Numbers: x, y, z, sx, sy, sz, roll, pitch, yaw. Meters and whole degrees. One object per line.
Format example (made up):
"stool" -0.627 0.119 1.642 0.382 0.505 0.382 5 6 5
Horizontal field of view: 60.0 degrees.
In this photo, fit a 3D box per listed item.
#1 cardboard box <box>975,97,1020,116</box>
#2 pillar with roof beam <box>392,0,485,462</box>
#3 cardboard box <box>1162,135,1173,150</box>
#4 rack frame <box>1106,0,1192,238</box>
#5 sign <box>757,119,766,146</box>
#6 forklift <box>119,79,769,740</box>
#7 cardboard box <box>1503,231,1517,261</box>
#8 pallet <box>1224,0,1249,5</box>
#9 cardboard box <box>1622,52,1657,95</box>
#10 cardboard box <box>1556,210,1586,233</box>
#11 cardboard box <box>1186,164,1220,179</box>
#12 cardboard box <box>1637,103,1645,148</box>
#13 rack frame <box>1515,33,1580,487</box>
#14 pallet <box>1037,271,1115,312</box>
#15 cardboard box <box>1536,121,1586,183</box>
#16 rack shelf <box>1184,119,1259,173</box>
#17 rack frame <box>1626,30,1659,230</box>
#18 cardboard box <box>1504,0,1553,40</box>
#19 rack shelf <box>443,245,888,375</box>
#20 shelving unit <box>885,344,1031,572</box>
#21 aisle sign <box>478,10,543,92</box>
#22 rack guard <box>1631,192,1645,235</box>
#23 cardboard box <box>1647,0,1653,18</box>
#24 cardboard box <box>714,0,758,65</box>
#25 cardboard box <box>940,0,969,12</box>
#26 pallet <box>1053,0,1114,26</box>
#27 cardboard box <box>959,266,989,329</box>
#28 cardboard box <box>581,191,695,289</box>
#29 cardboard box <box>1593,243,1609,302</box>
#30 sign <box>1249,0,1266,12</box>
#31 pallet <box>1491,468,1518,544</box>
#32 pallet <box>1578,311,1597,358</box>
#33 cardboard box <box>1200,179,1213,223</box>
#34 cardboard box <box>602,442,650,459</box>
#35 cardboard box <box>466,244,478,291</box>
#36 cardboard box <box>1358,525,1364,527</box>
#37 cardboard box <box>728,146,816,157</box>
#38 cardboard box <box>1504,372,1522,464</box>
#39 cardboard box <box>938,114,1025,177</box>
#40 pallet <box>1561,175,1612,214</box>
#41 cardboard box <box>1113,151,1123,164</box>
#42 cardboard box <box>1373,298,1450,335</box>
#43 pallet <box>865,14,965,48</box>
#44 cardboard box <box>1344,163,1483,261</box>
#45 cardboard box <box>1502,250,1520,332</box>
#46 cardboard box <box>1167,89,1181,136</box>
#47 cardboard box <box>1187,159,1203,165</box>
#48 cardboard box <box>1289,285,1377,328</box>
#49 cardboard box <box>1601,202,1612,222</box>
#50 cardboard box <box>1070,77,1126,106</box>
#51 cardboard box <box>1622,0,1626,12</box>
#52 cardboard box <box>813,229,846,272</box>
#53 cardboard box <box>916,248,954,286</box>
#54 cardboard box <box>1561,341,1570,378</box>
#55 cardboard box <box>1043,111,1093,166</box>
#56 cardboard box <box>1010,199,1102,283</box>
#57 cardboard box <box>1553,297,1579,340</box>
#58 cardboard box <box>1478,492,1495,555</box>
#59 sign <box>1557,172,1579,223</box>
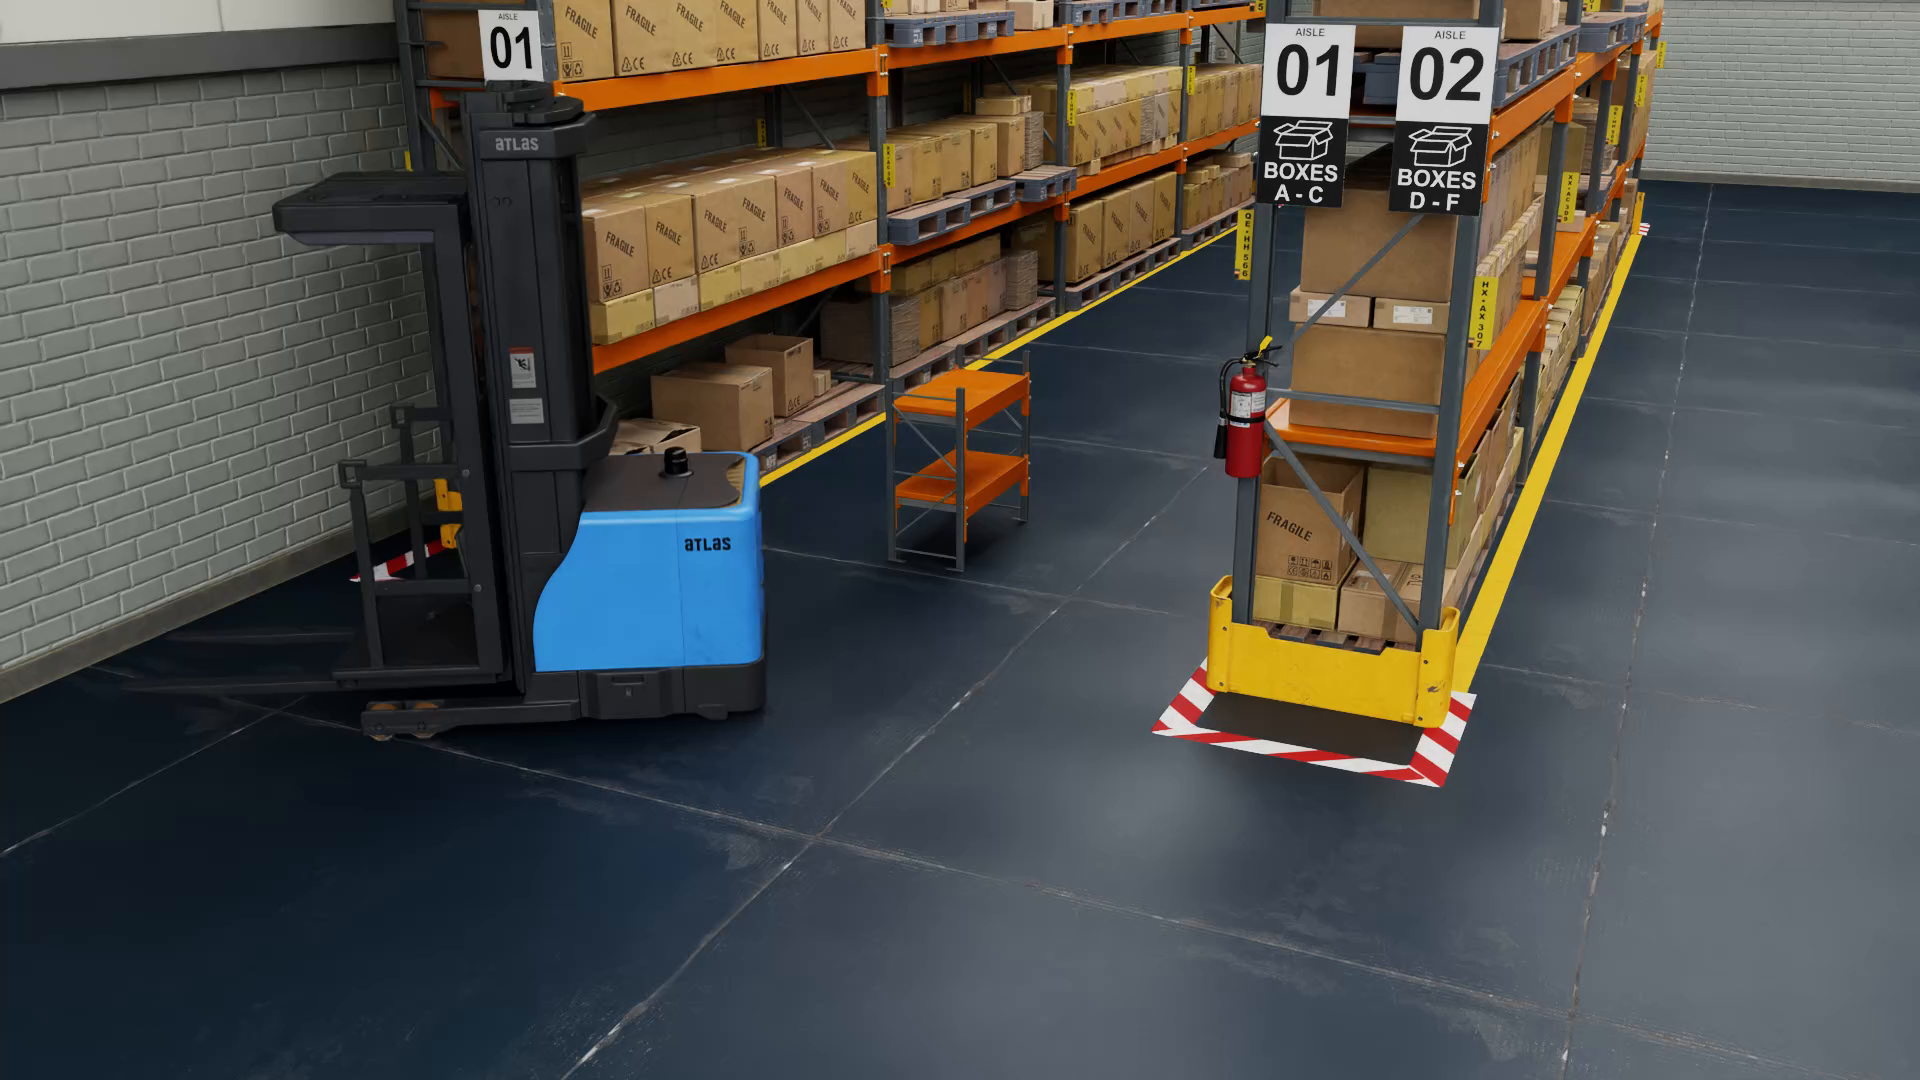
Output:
"cardboard box" 0.358 -4.122 15.808 0.380 0.149 0.250 5 20 14
"pillar with roof beam" 0.739 -3.894 7.990 9.100 9.000 0.400 9 21 23
"cardboard box" 2.266 -4.663 19.448 0.380 0.149 0.250 9 21 24
"rack frame" 2.228 -4.994 20.035 1.000 3.000 0.127 9 21 23
"sign" -1.556 -3.169 13.176 0.100 0.325 0.005 9 21 23
"forklift" -2.487 -0.626 7.856 3.031 2.935 1.130 -2 20 -5
"cardboard box" 3.035 -1.722 9.718 0.380 0.149 0.250 9 22 24
"pallet" 3.073 -6.986 21.292 1.003 0.211 1.213 9 21 23
"cardboard box" 8.249 -5.728 20.458 0.500 0.500 0.500 9 22 24
"cardboard box" 4.994 -2.662 13.852 0.380 0.149 0.250 9 21 23
"cardboard box" 3.148 -4.774 21.551 0.380 0.149 0.250 8 21 21
"cardboard box" 7.827 -4.946 19.752 0.500 0.500 0.500 8 21 22
"rack frame" 3.473 -1.870 11.251 1.000 3.000 0.127 9 21 23
"pallet" 0.981 -2.688 17.713 1.003 0.211 1.213 9 21 23
"cardboard box" 5.266 -3.546 15.187 0.700 0.500 0.500 2 20 4
"rack shelf" 3.047 -5.267 21.875 1.077 0.370 4.000 9 21 23
"rack frame" 8.387 -5.538 21.566 1.000 3.000 0.127 9 21 23
"cardboard box" 2.764 -2.842 8.521 0.500 0.500 0.500 9 21 23
"rack shelf" -1.867 -1.598 11.560 1.077 0.370 4.000 9 21 23
"shelving unit" 0.003 -0.532 10.286 0.538 1.125 1.048 9 21 23
"aisle sign" -2.442 -2.488 9.107 0.394 0.787 0.004 9 21 23
"rack guard" 8.355 -4.338 21.919 1.175 0.500 0.348 9 21 23
"cardboard box" 7.382 -5.925 18.401 0.500 0.250 0.500 9 21 23
"cardboard box" -1.660 -3.349 10.753 0.500 0.500 0.500 10 22 26
"cardboard box" -0.246 -4.740 14.068 0.500 0.500 0.500 8 21 21
"pallet" 0.805 -5.300 16.700 1.213 0.211 1.003 10 22 25
"cardboard box" -0.152 -2.276 15.467 0.700 0.500 0.500 8 21 22
"cardboard box" -2.005 -1.872 10.332 0.500 0.500 0.500 9 21 23
"cardboard box" 6.186 -2.696 16.647 0.500 0.500 0.500 8 21 21
"sign" 1.345 -2.519 7.396 0.100 0.325 0.005 9 21 23
"pallet" 3.109 -0.319 11.051 1.003 0.211 1.213 9 21 23
"pallet" 5.451 -2.002 15.784 1.003 0.211 1.213 9 21 23
"cardboard box" 2.836 -4.382 21.418 0.700 0.500 0.500 8 21 22
"cardboard box" -2.321 -0.466 10.657 0.500 0.311 0.500 6 20 17
"cardboard box" -2.687 -1.791 10.104 0.500 0.500 0.500 8 21 22
"cardboard box" 2.182 -0.062 9.643 0.500 0.250 0.500 9 21 23
"cardboard box" -1.431 -2.726 12.732 0.500 0.500 0.500 8 21 21
"cardboard box" 3.267 -0.803 10.607 0.500 0.500 0.500 9 21 23
"cardboard box" 0.202 -3.706 15.608 0.700 0.500 0.500 6 21 18
"pallet" 5.324 -3.219 15.331 1.213 0.211 1.003 9 21 23
"cardboard box" 1.554 -4.202 18.152 0.380 0.149 0.250 9 21 23
"cardboard box" 2.192 -1.091 7.941 0.380 0.149 0.250 8 21 22
"pallet" -0.698 -4.048 13.177 1.213 0.211 1.003 9 21 23
"cardboard box" 2.270 -1.624 8.474 0.700 0.500 0.500 8 21 21
"cardboard box" 3.087 -1.619 10.394 0.700 0.500 0.500 8 21 22
"cardboard box" 2.269 -5.015 19.471 0.500 0.500 0.500 8 21 22
"cardboard box" 3.022 -4.993 22.167 0.380 0.149 0.250 9 21 23
"cardboard box" 1.817 -1.143 8.089 0.380 0.149 0.250 8 21 22
"cardboard box" 7.513 -3.922 20.089 0.797 0.503 0.637 9 21 23
"cardboard box" 1.432 -4.743 17.586 0.500 0.250 0.500 9 21 23
"cardboard box" 5.680 -5.006 15.443 0.910 0.500 0.500 9 21 23
"cardboard box" -1.177 -2.150 12.231 0.500 0.250 0.500 9 21 23
"cardboard box" -0.375 -2.454 14.846 0.500 0.250 0.500 8 21 21
"cardboard box" 4.701 -1.490 13.658 0.500 0.250 0.500 9 22 24
"cardboard box" 1.022 -4.082 16.846 0.500 0.500 0.500 9 22 24
"cardboard box" 1.011 -3.163 17.468 0.750 0.750 0.750 8 21 22
"cardboard box" 4.914 -1.906 13.991 0.500 0.311 0.500 8 21 22
"cardboard box" 2.873 -0.141 9.867 0.500 0.250 0.500 9 21 23
"sign" 3.980 -2.240 10.880 0.100 0.325 0.005 9 21 23
